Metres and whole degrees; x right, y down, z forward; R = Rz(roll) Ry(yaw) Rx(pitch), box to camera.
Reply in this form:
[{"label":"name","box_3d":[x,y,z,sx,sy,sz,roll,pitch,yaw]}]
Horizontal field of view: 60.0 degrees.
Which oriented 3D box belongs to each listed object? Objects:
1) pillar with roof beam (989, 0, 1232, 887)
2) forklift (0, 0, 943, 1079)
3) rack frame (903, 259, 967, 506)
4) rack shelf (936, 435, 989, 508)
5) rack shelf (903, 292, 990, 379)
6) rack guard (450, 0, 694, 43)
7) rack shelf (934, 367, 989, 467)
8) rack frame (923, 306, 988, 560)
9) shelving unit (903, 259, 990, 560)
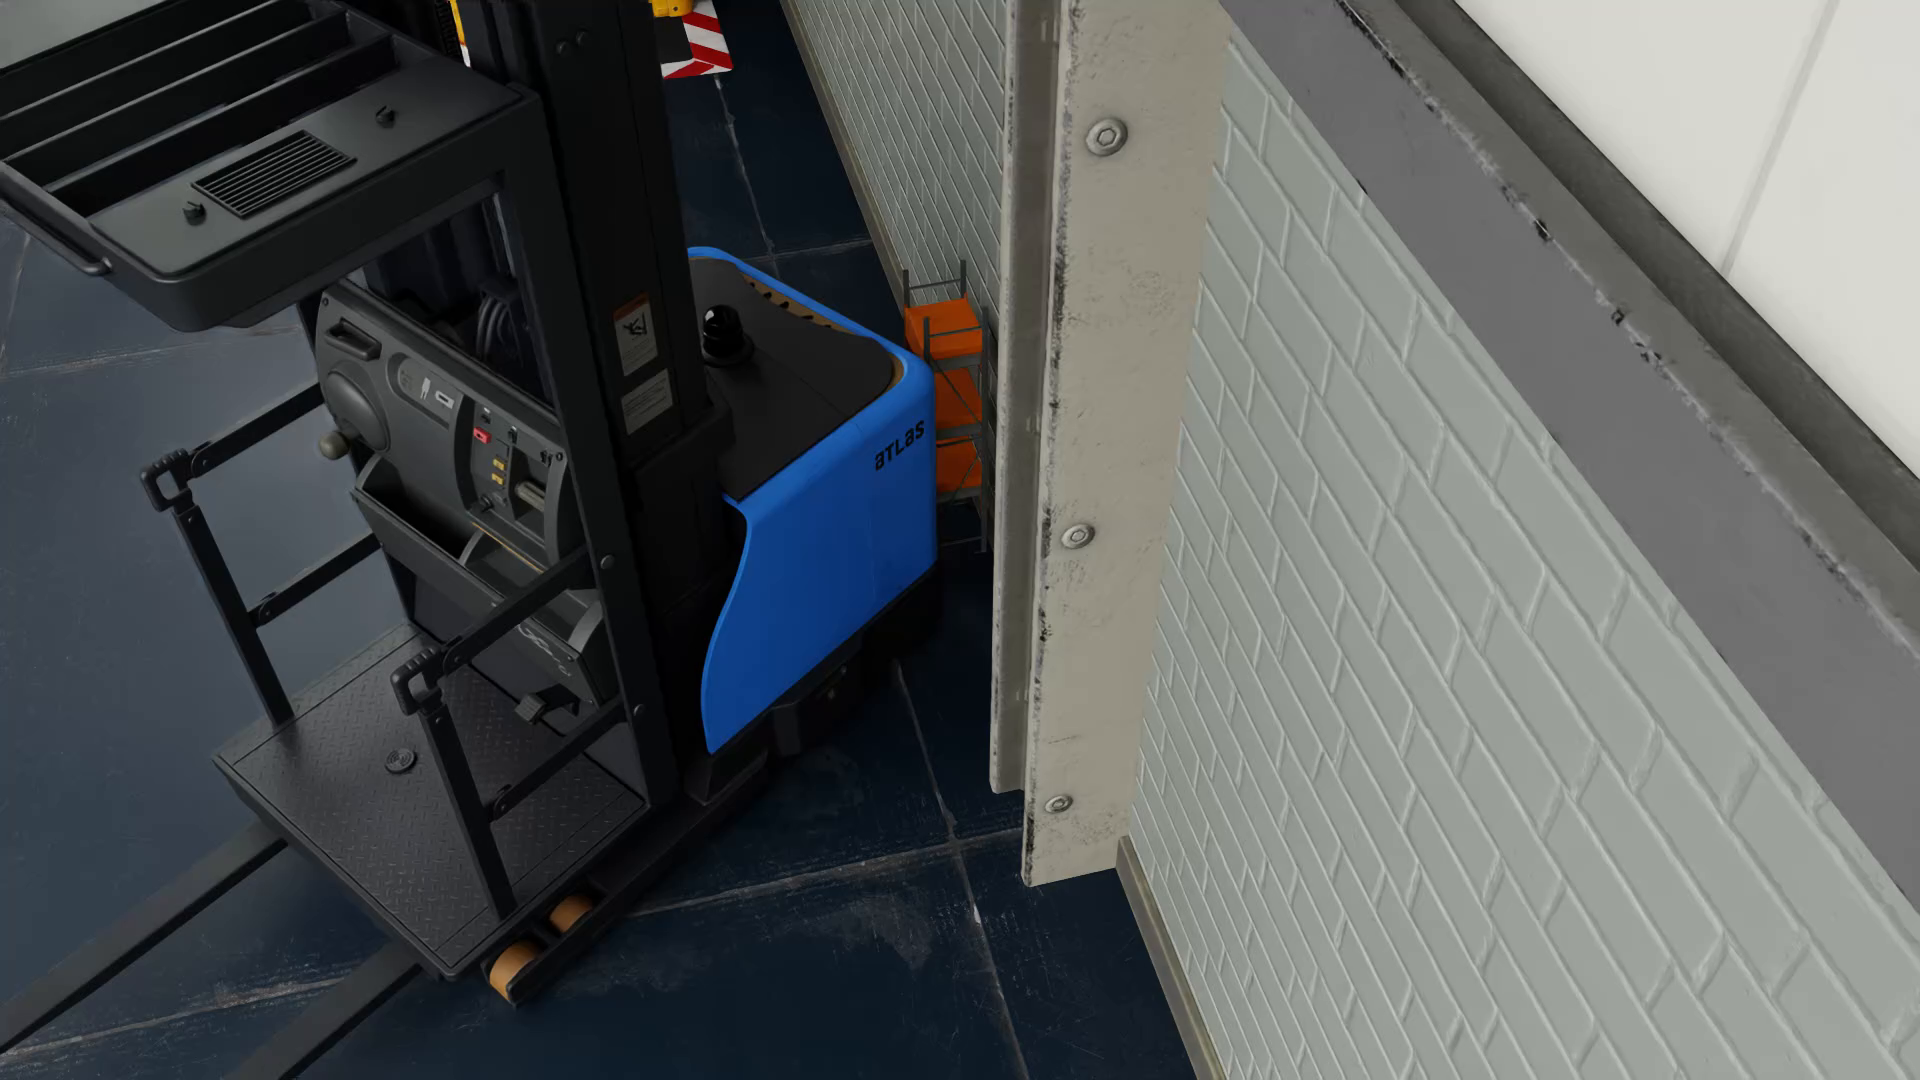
[{"label":"pillar with roof beam","box_3d":[-3.875,-1.530,0.949,9.100,9.000,0.400,-11,47,-10]},{"label":"forklift","box_3d":[-1.387,-0.185,3.879,1.130,2.935,3.031,31,53,27]},{"label":"rack frame","box_3d":[-0.075,-0.477,5.482,0.200,1.050,0.008,-12,47,-11]},{"label":"rack shelf","box_3d":[-0.041,-0.192,5.606,0.215,0.259,0.240,-12,47,-11]},{"label":"rack shelf","box_3d":[-0.044,-0.584,5.204,0.215,0.259,0.240,-12,47,-11]},{"label":"rack guard","box_3d":[-1.936,-2.823,8.167,1.175,0.500,0.348,-11,47,-10]},{"label":"rack shelf","box_3d":[-0.042,-0.386,5.407,0.215,0.259,0.240,-12,47,-11]},{"label":"rack frame","box_3d":[-0.009,-0.309,5.317,0.200,1.050,0.008,-12,47,-11]},{"label":"shelving unit","box_3d":[-0.042,-0.393,5.399,0.215,1.050,0.252,-12,47,-11]}]
